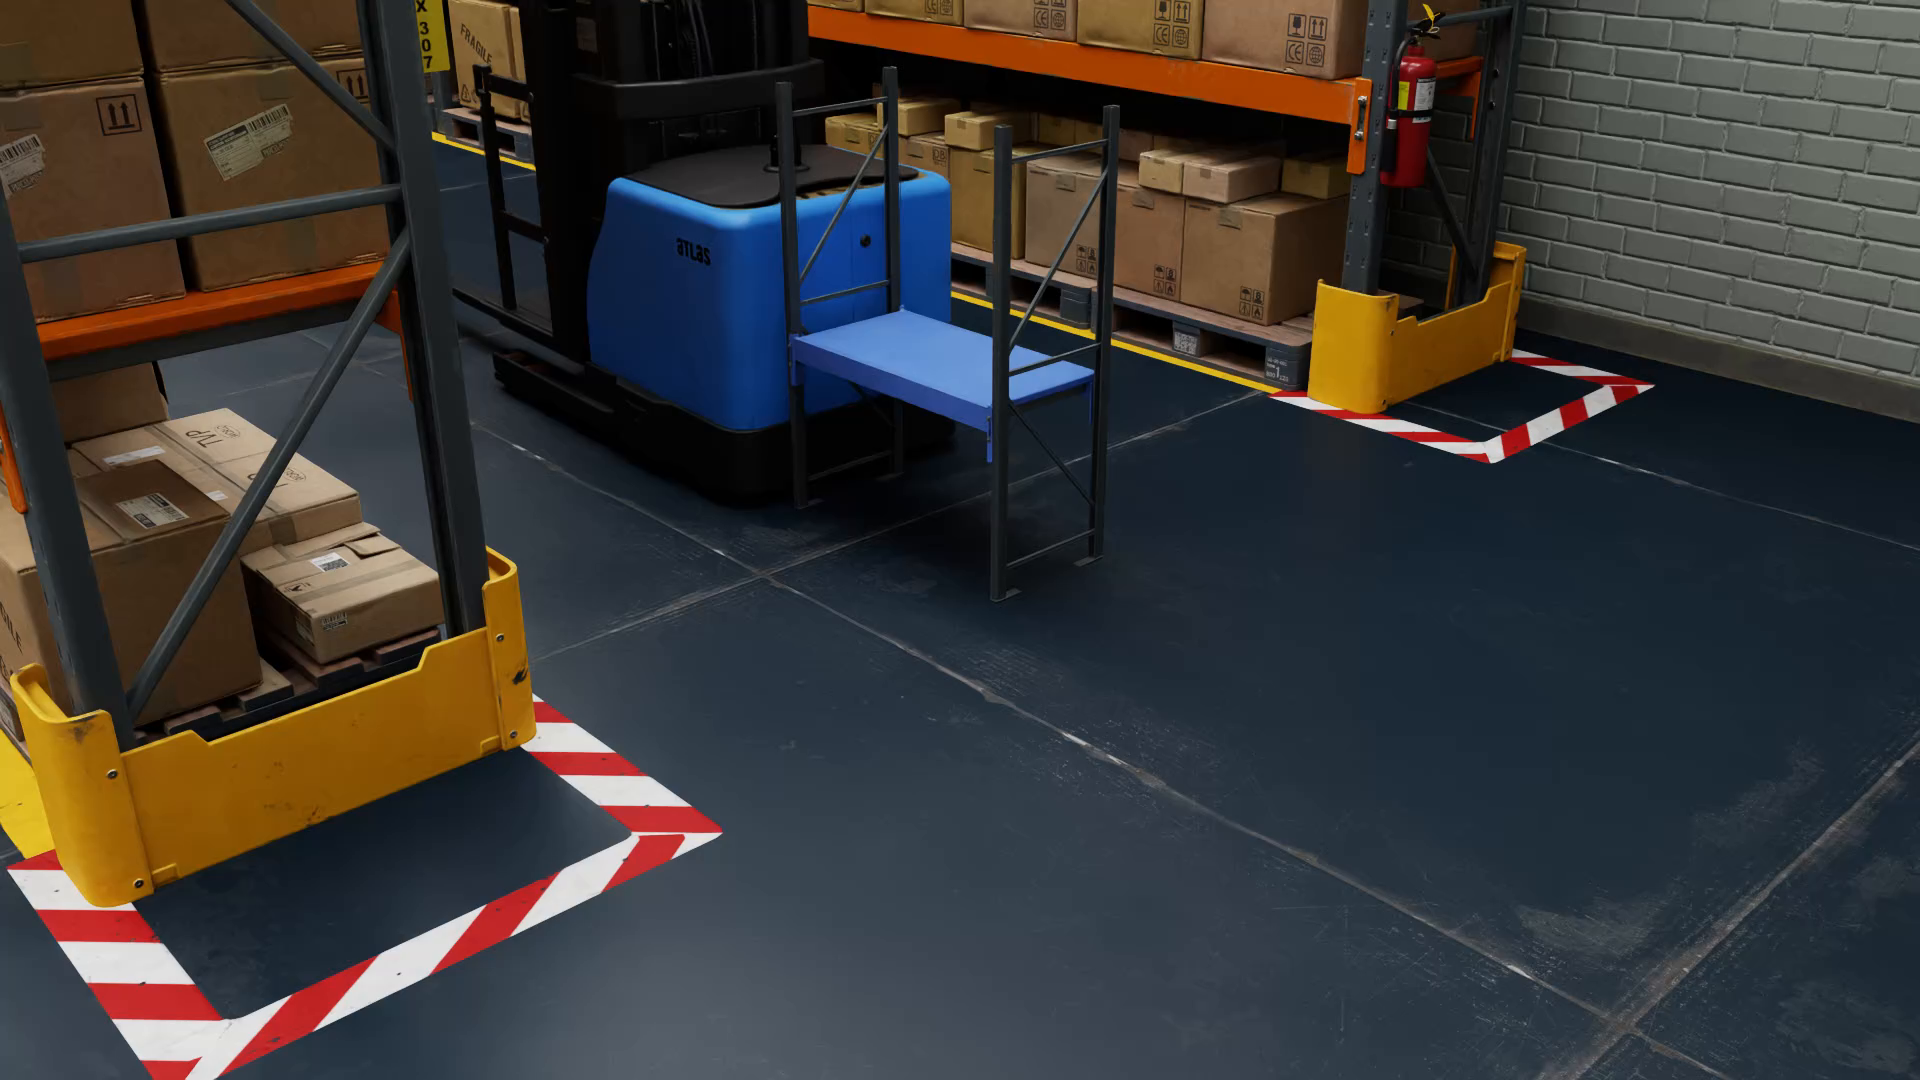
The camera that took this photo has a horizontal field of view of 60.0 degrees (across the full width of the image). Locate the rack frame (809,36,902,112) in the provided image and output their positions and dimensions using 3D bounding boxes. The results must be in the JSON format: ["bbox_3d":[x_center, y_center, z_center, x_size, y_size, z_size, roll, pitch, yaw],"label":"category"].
[{"bbox_3d":[-0.752,-3.310,9.392,1.000,3.000,0.127,-21,32,-38],"label":"rack frame"}]

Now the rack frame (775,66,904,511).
[{"bbox_3d":[-0.406,-0.862,5.833,0.500,1.500,0.032,-21,32,-38],"label":"rack frame"}]

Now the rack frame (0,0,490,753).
[{"bbox_3d":[-1.632,-0.692,3.652,1.000,3.000,0.127,-21,32,-38],"label":"rack frame"}]

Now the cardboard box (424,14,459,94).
[{"bbox_3d":[-4.016,-3.788,12.921,0.700,0.500,0.500,-21,32,-38],"label":"cardboard box"}]

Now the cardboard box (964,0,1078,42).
[{"bbox_3d":[0.606,-2.837,7.994,0.700,0.700,0.980,22,32,39],"label":"cardboard box"}]

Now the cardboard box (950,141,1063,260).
[{"bbox_3d":[0.374,-1.799,8.585,0.700,0.500,0.500,-20,31,-37],"label":"cardboard box"}]

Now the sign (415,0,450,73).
[{"bbox_3d":[-1.236,-1.240,3.810,0.100,0.325,0.005,-21,32,-38],"label":"sign"}]

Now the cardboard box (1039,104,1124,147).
[{"bbox_3d":[0.621,-2.110,8.485,0.380,0.149,0.250,-22,32,-39],"label":"cardboard box"}]

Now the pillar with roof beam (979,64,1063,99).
[{"bbox_3d":[-2.785,-4.851,5.542,9.100,9.000,0.400,-21,32,-38],"label":"pillar with roof beam"}]

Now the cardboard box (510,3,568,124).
[{"bbox_3d":[-2.485,-3.208,11.251,0.750,0.750,0.750,-21,32,-39],"label":"cardboard box"}]

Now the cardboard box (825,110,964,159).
[{"bbox_3d":[-0.316,-2.108,9.263,0.700,0.500,0.500,-21,32,-38],"label":"cardboard box"}]

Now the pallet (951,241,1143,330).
[{"bbox_3d":[0.548,-1.419,8.606,1.003,0.211,1.213,-21,32,-38],"label":"pallet"}]

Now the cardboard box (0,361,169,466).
[{"bbox_3d":[-3.078,-0.400,5.491,0.797,0.503,0.637,-21,32,-38],"label":"cardboard box"}]

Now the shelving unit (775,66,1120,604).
[{"bbox_3d":[-0.058,-0.708,5.495,0.538,1.500,1.048,-21,32,-38],"label":"shelving unit"}]

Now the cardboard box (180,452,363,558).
[{"bbox_3d":[-2.138,-0.038,5.001,0.500,0.250,0.500,-21,32,-38],"label":"cardboard box"}]

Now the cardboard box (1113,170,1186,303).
[{"bbox_3d":[1.088,-1.487,7.902,0.700,0.500,0.500,-21,32,-39],"label":"cardboard box"}]

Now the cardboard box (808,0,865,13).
[{"bbox_3d":[-0.393,-3.277,8.959,0.980,0.700,0.700,-21,32,-38],"label":"cardboard box"}]

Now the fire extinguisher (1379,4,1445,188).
[{"bbox_3d":[1.748,-1.717,6.441,0.296,0.674,0.183,-21,32,-38],"label":"fire extinguisher"}]

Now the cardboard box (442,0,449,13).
[{"bbox_3d":[-4.360,-4.320,13.183,0.500,0.250,0.500,-20,32,-38],"label":"cardboard box"}]

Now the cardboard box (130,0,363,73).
[{"bbox_3d":[-1.743,-1.401,3.883,0.500,0.500,0.500,-20,31,-37],"label":"cardboard box"}]

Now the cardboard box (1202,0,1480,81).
[{"bbox_3d":[1.626,-2.386,7.005,0.980,0.700,0.700,-20,31,-36],"label":"cardboard box"}]

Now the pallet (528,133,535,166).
[{"bbox_3d":[-2.173,-2.623,11.246,1.003,0.211,1.213,-21,32,-38],"label":"pallet"}]

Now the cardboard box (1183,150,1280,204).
[{"bbox_3d":[1.209,-1.618,7.407,0.380,0.149,0.250,-22,32,-39],"label":"cardboard box"}]

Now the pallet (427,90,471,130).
[{"bbox_3d":[-4.019,-3.490,13.147,1.003,0.211,1.213,-21,32,-38],"label":"pallet"}]

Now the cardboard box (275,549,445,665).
[{"bbox_3d":[-1.667,0.181,4.644,0.380,0.149,0.250,-21,32,-38],"label":"cardboard box"}]

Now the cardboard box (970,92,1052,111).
[{"bbox_3d":[0.272,-2.265,8.825,0.380,0.149,0.250,-23,33,-40],"label":"cardboard box"}]

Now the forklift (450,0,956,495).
[{"bbox_3d":[-1.351,-2.031,6.670,1.130,2.935,3.031,-19,31,-36],"label":"forklift"}]

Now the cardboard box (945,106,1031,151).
[{"bbox_3d":[0.142,-2.090,8.441,0.380,0.149,0.250,-22,33,-40],"label":"cardboard box"}]

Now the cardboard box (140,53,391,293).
[{"bbox_3d":[-1.743,-0.946,4.090,0.500,0.500,0.500,-20,32,-37],"label":"cardboard box"}]

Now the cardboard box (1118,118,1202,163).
[{"bbox_3d":[0.970,-1.956,8.147,0.380,0.149,0.250,-21,32,-38],"label":"cardboard box"}]

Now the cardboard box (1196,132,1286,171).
[{"bbox_3d":[1.315,-1.803,7.812,0.380,0.149,0.250,-21,32,-38],"label":"cardboard box"}]

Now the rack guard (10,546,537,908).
[{"bbox_3d":[-1.684,0.423,4.222,1.175,0.500,0.348,-21,32,-38],"label":"rack guard"}]

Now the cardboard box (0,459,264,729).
[{"bbox_3d":[-2.183,0.151,4.288,0.500,0.500,0.500,-21,32,-38],"label":"cardboard box"}]
